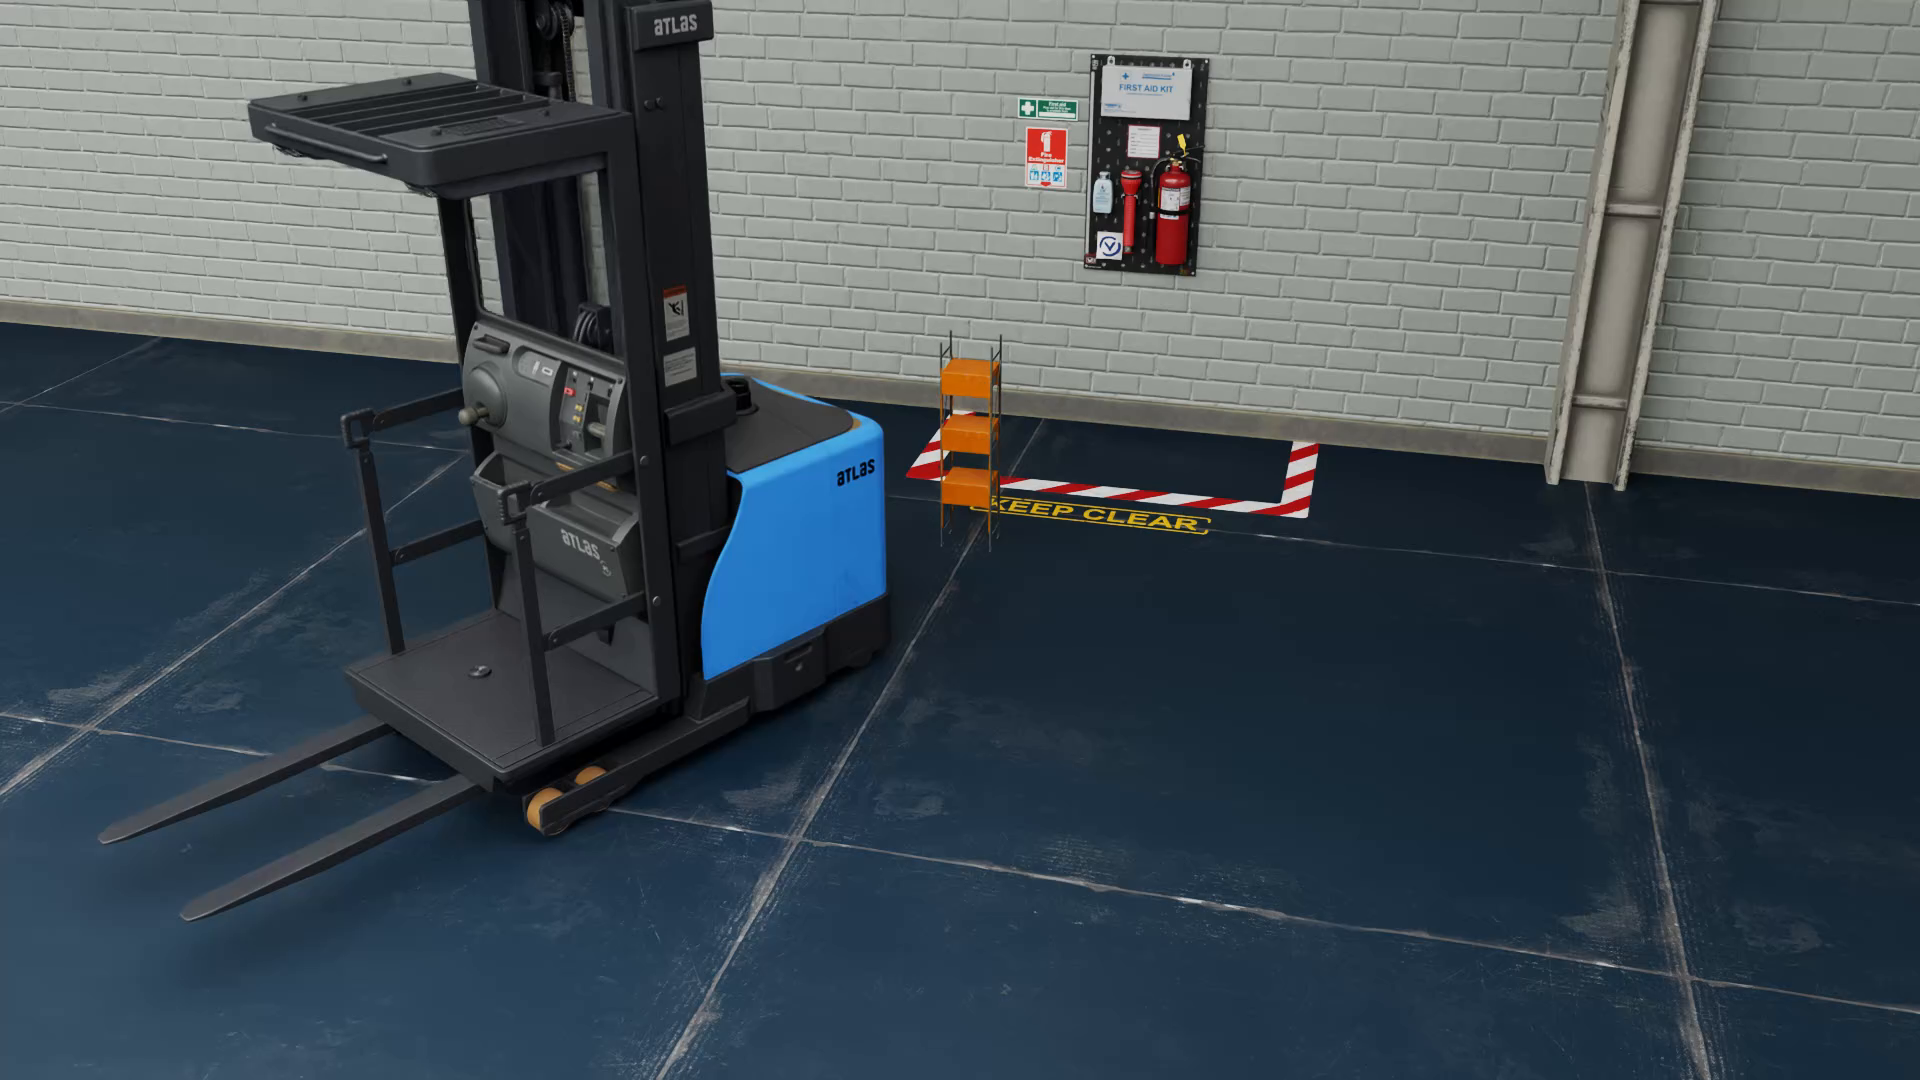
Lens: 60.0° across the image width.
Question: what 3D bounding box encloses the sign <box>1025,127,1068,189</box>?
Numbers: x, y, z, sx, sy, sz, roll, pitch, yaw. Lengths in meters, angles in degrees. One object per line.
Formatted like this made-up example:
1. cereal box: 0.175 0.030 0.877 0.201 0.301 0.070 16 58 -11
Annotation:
1. sign: 0.473 -2.097 9.124 0.234 0.329 0.001 6 26 13

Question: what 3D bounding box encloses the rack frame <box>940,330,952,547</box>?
1. rack frame: -0.066 -0.481 8.040 0.008 1.050 0.200 6 26 13

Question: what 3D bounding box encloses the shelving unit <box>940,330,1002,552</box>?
1. shelving unit: 0.052 -0.468 8.012 0.252 1.050 0.215 6 26 13

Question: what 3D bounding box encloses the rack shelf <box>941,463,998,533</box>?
1. rack shelf: 0.052 -0.208 8.136 0.240 0.259 0.215 6 26 13

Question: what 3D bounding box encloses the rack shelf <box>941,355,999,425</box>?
1. rack shelf: 0.052 -0.715 7.895 0.240 0.259 0.215 6 26 13

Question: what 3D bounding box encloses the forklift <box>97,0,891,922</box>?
1. forklift: -1.658 -0.504 5.899 1.130 2.935 3.031 21 33 37

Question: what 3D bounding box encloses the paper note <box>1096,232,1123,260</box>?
1. paper note: 0.829 -1.629 9.207 0.142 0.148 0.016 6 26 13

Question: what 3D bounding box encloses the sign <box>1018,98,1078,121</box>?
1. sign: 0.475 -2.332 9.001 0.331 0.109 0.001 6 26 13

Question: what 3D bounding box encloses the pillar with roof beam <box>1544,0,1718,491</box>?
1. pillar with roof beam: 2.295 -2.615 3.274 0.400 9.000 9.100 6 26 13

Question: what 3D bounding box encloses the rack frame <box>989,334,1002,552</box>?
1. rack frame: 0.170 -0.455 7.985 0.008 1.050 0.200 6 26 13

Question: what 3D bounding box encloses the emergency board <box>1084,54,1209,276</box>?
1. emergency board: 0.983 -1.979 8.917 0.643 1.169 0.194 6 26 13

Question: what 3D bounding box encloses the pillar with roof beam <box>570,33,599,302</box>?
1. pillar with roof beam: -3.516 -3.257 4.623 0.400 9.000 9.100 6 26 13

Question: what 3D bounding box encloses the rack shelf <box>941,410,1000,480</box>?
1. rack shelf: 0.052 -0.459 8.017 0.240 0.259 0.215 6 26 13
